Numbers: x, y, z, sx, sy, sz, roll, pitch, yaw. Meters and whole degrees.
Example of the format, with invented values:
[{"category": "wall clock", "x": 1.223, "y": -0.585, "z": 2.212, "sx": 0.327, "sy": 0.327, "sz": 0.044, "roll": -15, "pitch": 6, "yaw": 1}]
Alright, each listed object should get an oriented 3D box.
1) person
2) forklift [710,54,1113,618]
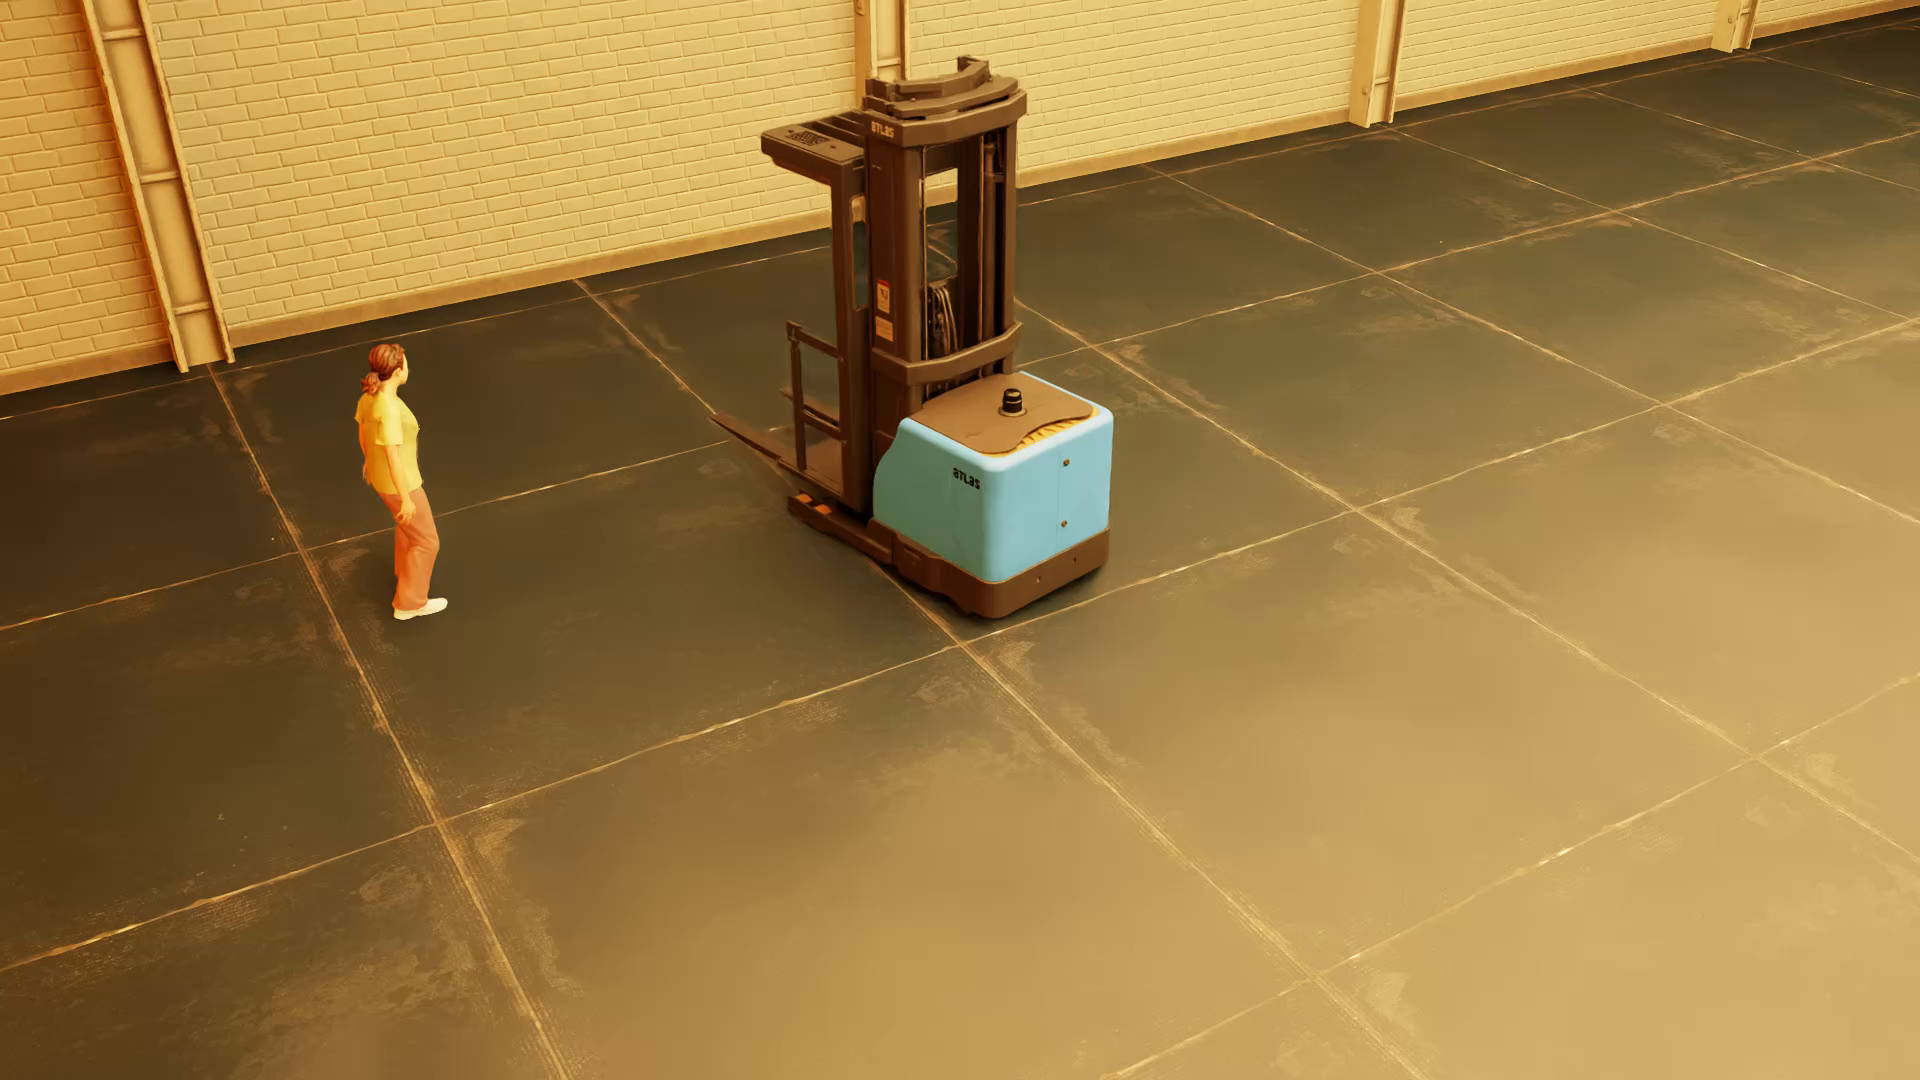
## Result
[{"category": "person", "x": -3.220, "y": -0.342, "z": 9.486, "sx": 0.381, "sy": 1.644, "sz": 0.796, "roll": -21, "pitch": 37, "yaw": -30}, {"category": "forklift", "x": -0.460, "y": -1.473, "z": 10.108, "sx": 1.130, "sy": 2.935, "sz": 3.031, "roll": -25, "pitch": 39, "yaw": -36}]
